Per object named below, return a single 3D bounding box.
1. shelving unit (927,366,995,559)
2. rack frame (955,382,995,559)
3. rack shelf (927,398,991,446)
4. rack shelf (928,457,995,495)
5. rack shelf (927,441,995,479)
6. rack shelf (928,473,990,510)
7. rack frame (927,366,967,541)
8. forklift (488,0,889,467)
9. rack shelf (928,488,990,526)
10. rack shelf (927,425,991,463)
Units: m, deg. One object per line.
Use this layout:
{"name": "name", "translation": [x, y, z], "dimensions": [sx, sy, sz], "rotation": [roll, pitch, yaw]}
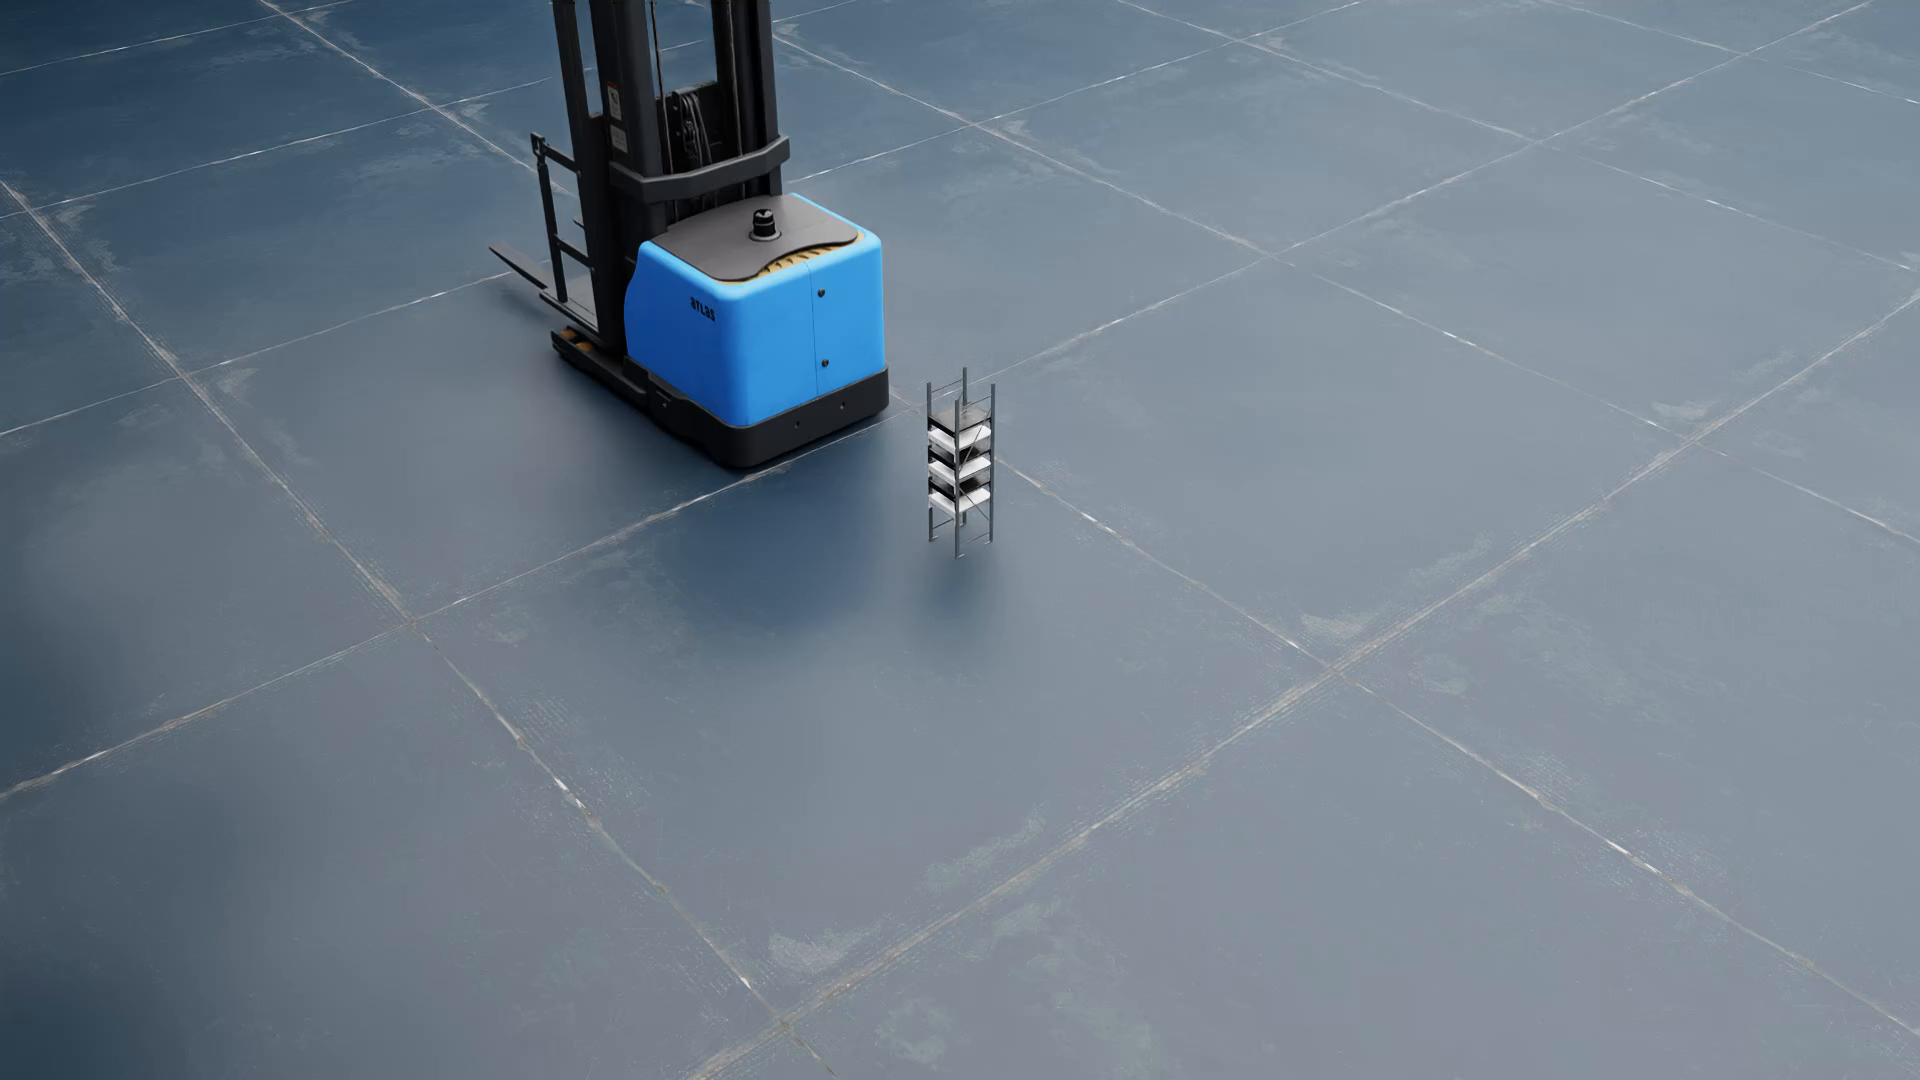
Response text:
{"name": "shelving unit", "translation": [0.005, -0.364, 7.985], "dimensions": [0.258, 0.900, 0.210], "rotation": [-26, 43, -32]}
{"name": "rack frame", "translation": [0.071, -0.319, 7.921], "dimensions": [0.240, 0.900, 0.006], "rotation": [-26, 43, -32]}
{"name": "rack shelf", "translation": [0.005, -0.557, 7.848], "dimensions": [0.258, 0.077, 0.200], "rotation": [-26, 43, -32]}
{"name": "rack shelf", "translation": [0.005, -0.336, 8.004], "dimensions": [0.258, 0.077, 0.200], "rotation": [-26, 43, -32]}
{"name": "rack shelf", "translation": [0.005, -0.410, 7.952], "dimensions": [0.258, 0.077, 0.200], "rotation": [-26, 43, -32]}
{"name": "rack shelf", "translation": [0.005, -0.263, 8.056], "dimensions": [0.258, 0.077, 0.200], "rotation": [-26, 43, -32]}
{"name": "rack frame", "translation": [-0.060, -0.409, 8.048], "dimensions": [0.240, 0.900, 0.006], "rotation": [-26, 43, -32]}
{"name": "forklift", "translation": [-1.738, -2.350, 9.033], "dimensions": [1.130, 2.935, 3.031], "rotation": [-27, 43, -32]}
{"name": "rack shelf", "translation": [0.005, -0.190, 8.108], "dimensions": [0.258, 0.077, 0.200], "rotation": [-26, 43, -32]}
{"name": "rack shelf", "translation": [0.005, -0.483, 7.900], "dimensions": [0.258, 0.077, 0.200], "rotation": [-26, 43, -32]}
